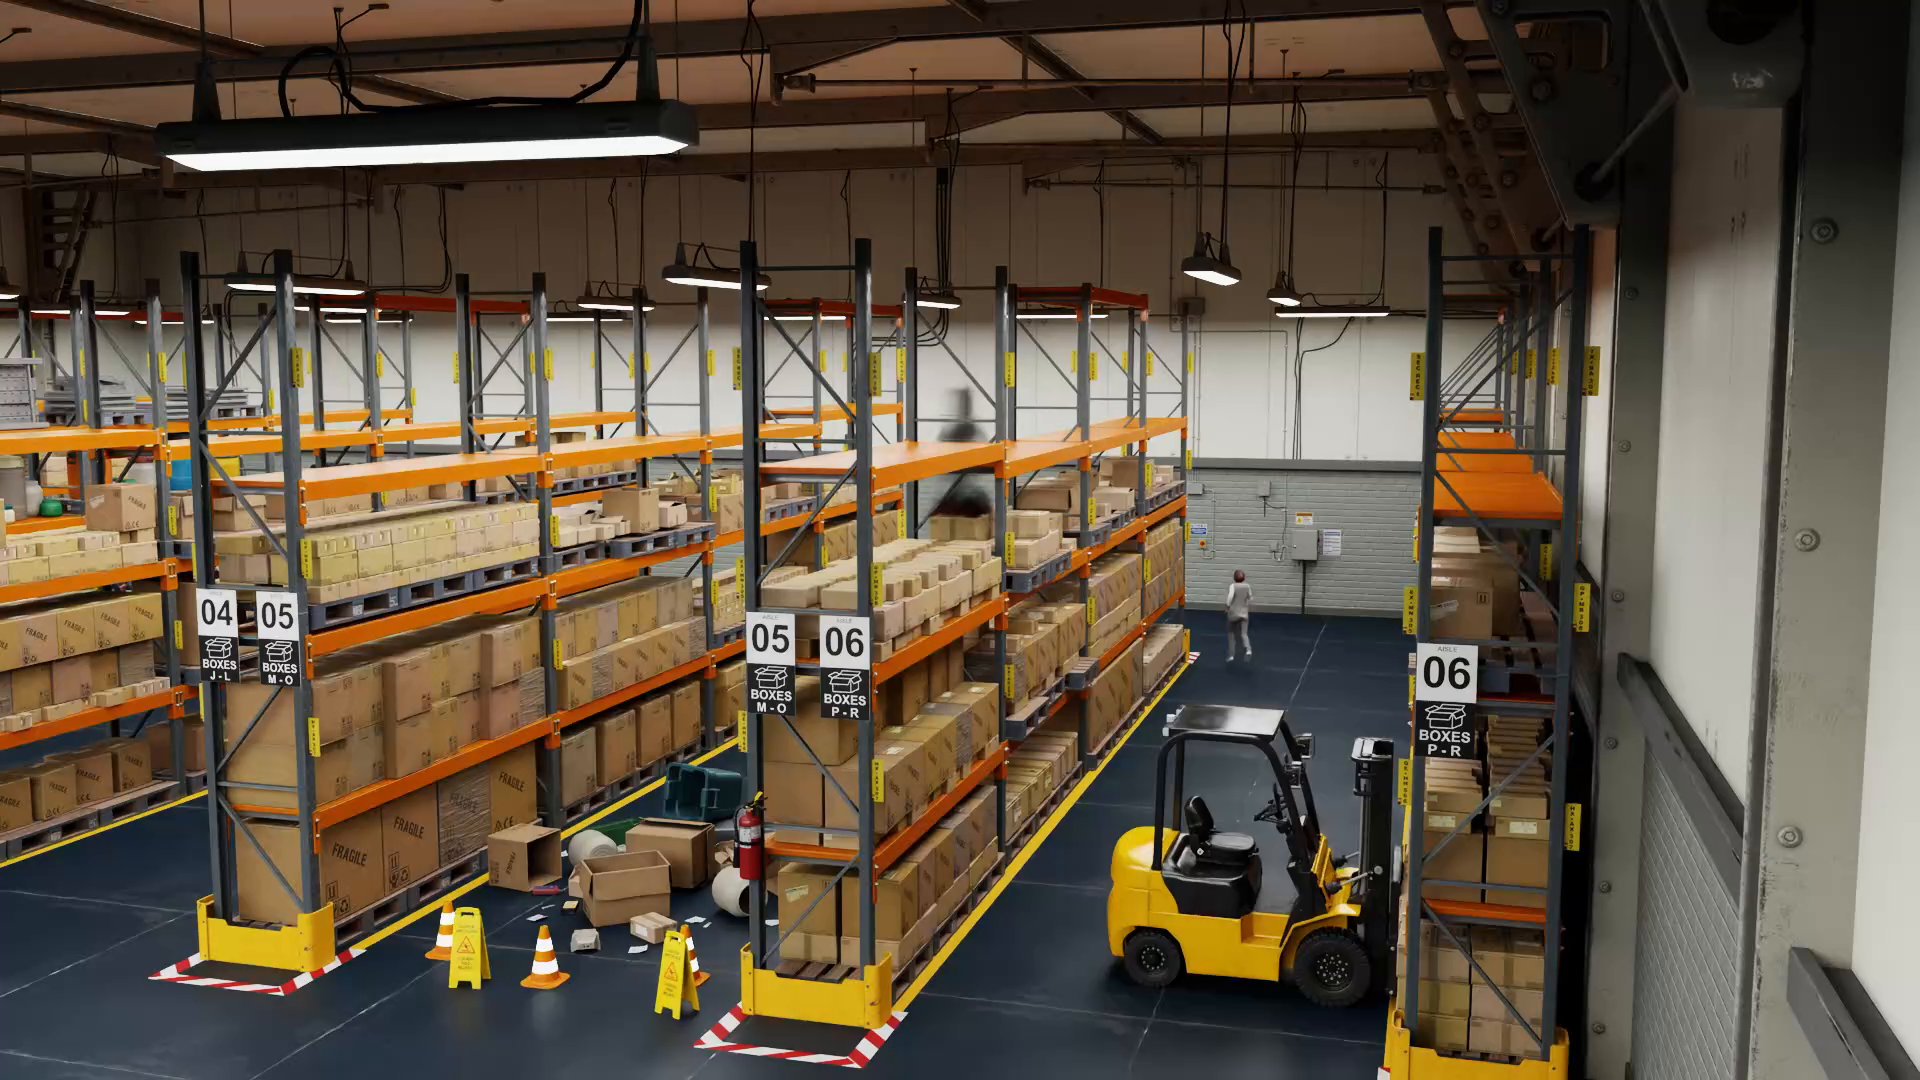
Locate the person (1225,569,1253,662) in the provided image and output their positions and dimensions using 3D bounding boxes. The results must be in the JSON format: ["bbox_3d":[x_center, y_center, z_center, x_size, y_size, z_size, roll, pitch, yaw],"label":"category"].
[{"bbox_3d":[4.624,1.284,27.541,0.540,1.598,0.889,-1,7,-13],"label":"person"}]
